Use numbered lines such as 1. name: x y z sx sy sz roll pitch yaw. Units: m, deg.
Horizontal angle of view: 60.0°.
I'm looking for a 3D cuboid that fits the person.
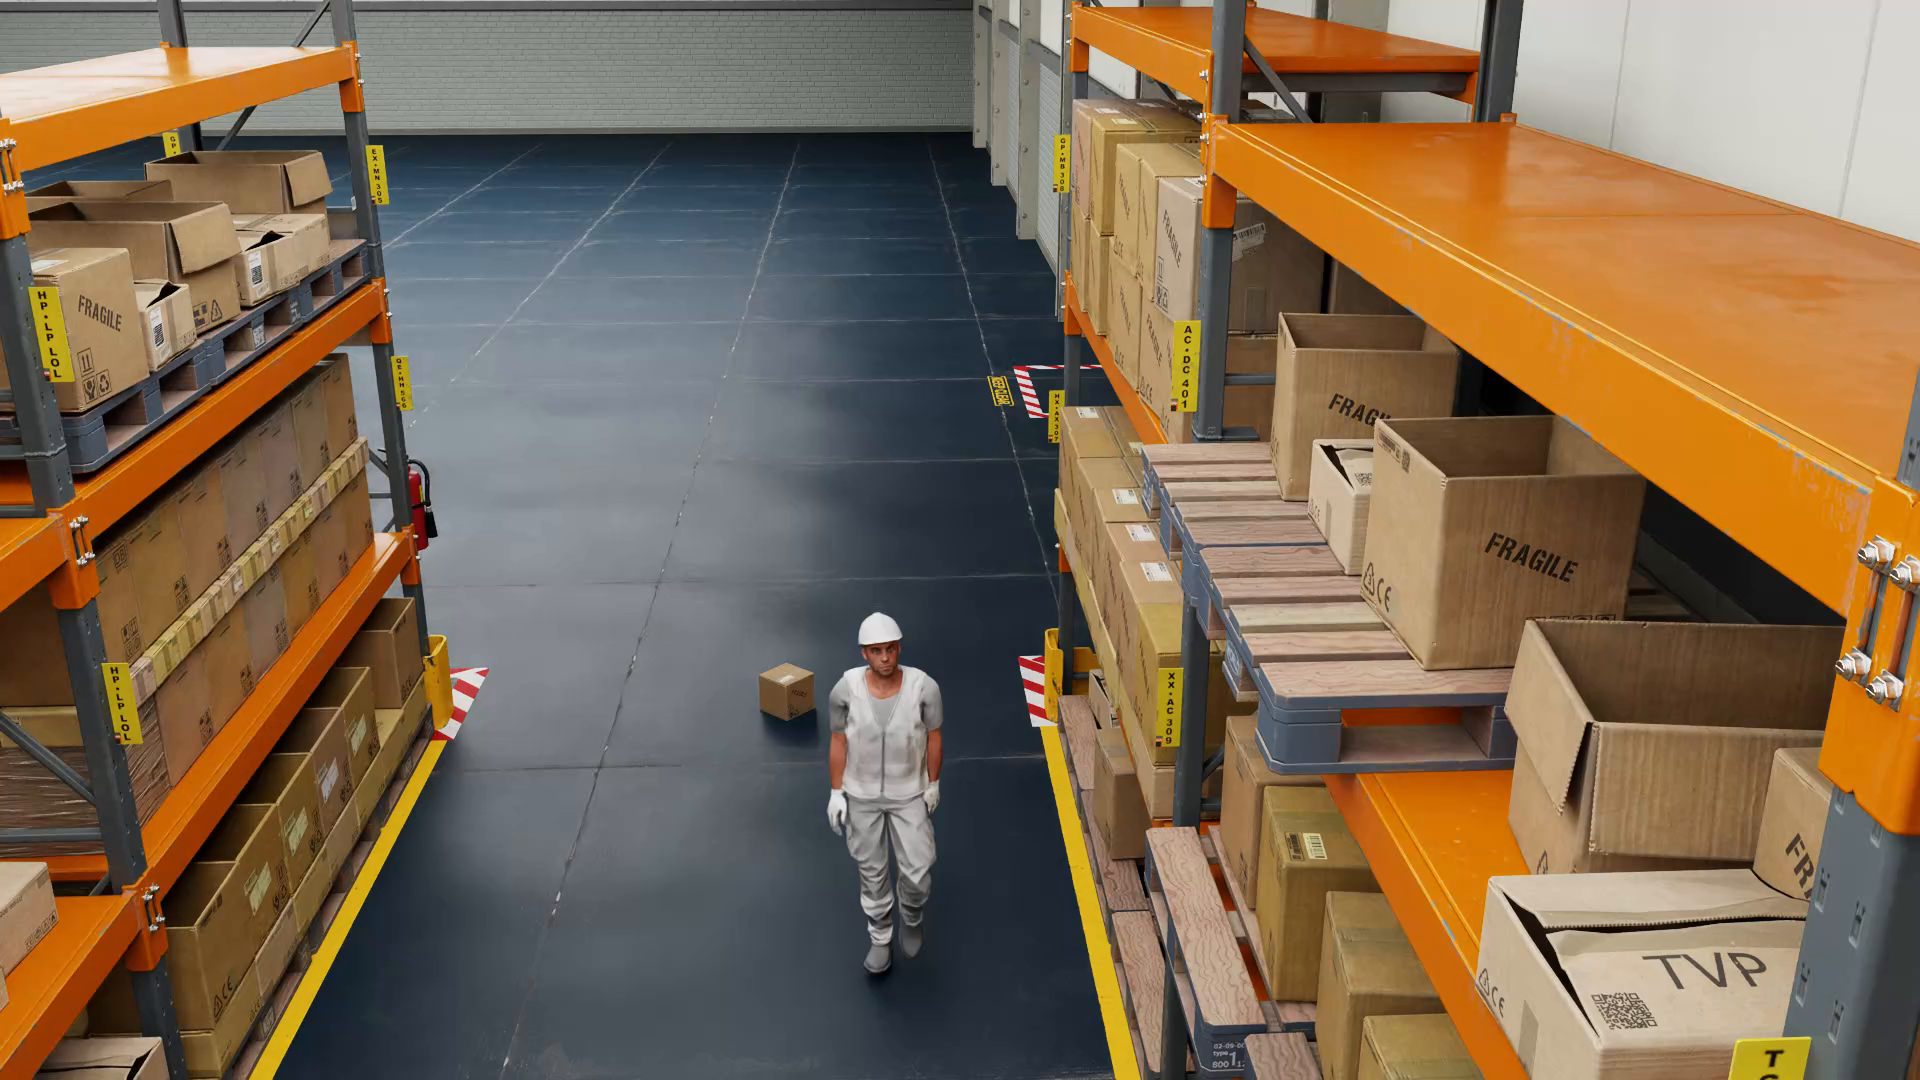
1. person: -0.348 1.198 7.719 0.535 1.794 0.452 0 20 1
